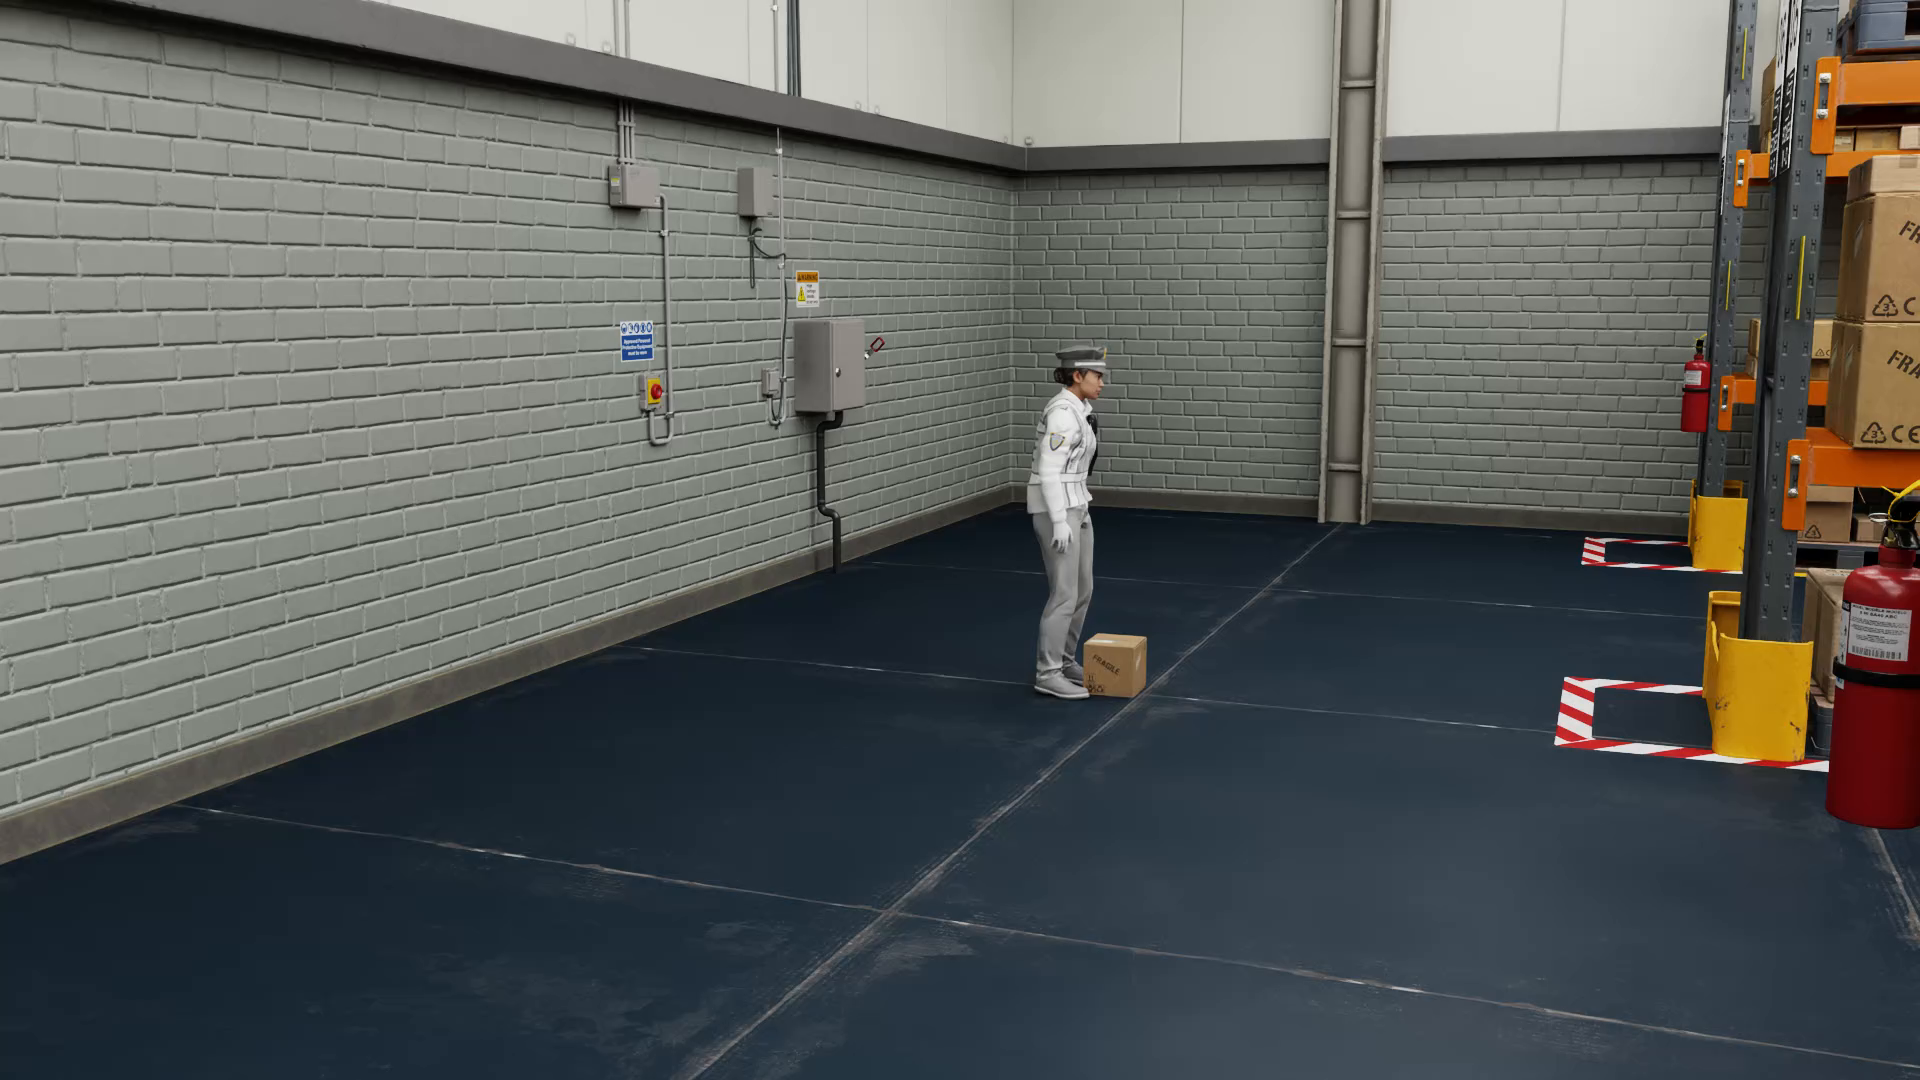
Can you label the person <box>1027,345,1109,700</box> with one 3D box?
[{"bbox_3d":[0.522,-0.103,8.015,0.374,1.662,0.532,3,9,18],"label":"person"}]
